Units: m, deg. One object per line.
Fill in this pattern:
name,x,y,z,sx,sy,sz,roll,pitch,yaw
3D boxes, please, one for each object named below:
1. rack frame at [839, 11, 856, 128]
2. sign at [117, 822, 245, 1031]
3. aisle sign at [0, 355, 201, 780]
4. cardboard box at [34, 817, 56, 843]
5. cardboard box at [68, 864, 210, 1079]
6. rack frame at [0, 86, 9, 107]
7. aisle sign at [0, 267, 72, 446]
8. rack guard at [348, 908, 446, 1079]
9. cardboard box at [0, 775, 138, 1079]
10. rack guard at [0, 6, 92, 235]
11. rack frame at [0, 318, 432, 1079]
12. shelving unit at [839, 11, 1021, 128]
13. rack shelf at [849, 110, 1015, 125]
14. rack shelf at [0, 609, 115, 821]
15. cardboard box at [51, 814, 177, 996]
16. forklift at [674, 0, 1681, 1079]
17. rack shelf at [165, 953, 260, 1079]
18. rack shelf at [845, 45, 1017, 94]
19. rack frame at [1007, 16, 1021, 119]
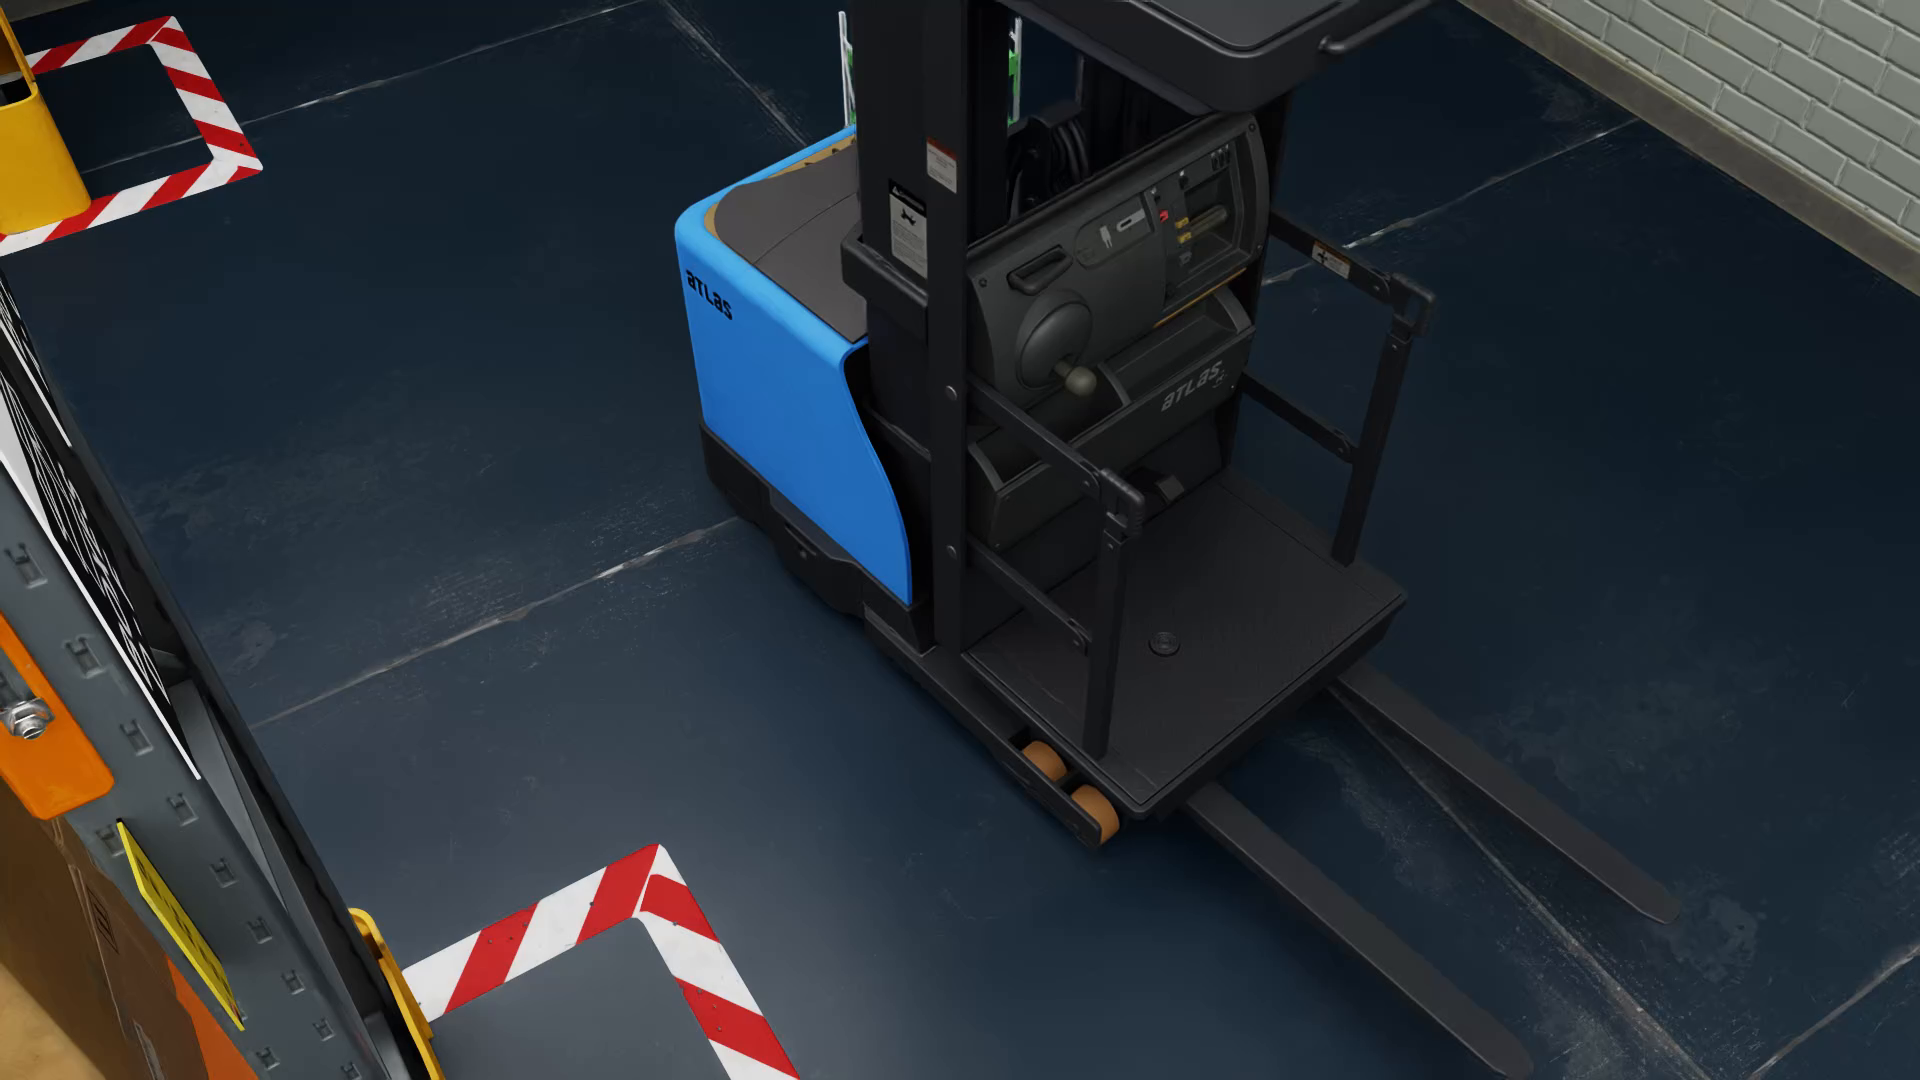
rack frame,-0.320,-1.132,5.455,0.015,1.200,0.240,-16,50,-14
sign,-0.870,0.439,1.864,0.005,0.325,0.100,-25,53,-21
aisle sign,-0.928,-0.128,1.614,0.004,0.787,0.394,-25,53,-21
cardboard box,-1.665,0.215,2.314,0.500,0.500,0.500,-24,52,-20
cardboard box,-1.382,0.888,2.384,0.500,0.500,0.500,-24,52,-20
rack frame,-3.795,-2.557,5.518,0.127,3.000,1.000,-25,53,-21
aisle sign,-1.248,-0.507,1.952,0.004,0.787,0.394,-25,53,-21
rack guard,-1.213,1.432,3.640,0.348,0.500,1.175,-25,53,-21
cardboard box,-1.378,0.556,2.010,0.500,0.500,0.500,-26,53,-21
rack guard,-3.775,-1.735,6.460,0.348,0.500,1.175,-25,53,-21
rack frame,-1.149,0.570,2.733,0.127,3.000,1.000,-25,53,-21
shelving unit,-0.093,-1.199,5.514,0.503,1.200,0.258,-16,50,-14
rack shelf,-0.093,-1.316,5.382,0.480,0.148,0.258,-16,50,-14
rack shelf,-2.840,0.609,1.172,4.000,0.370,1.077,-25,53,-21
cardboard box,-1.665,0.547,2.687,0.500,0.500,0.500,-24,53,-20
forklift,0.538,-0.583,3.806,1.130,2.935,3.031,-34,56,-26
rack shelf,-2.840,1.607,2.292,4.000,0.370,1.077,-25,53,-21
rack shelf,-0.093,-1.475,5.203,0.480,0.148,0.258,-16,50,-14
rack frame,0.134,-1.265,5.573,0.015,1.200,0.240,-16,50,-14
